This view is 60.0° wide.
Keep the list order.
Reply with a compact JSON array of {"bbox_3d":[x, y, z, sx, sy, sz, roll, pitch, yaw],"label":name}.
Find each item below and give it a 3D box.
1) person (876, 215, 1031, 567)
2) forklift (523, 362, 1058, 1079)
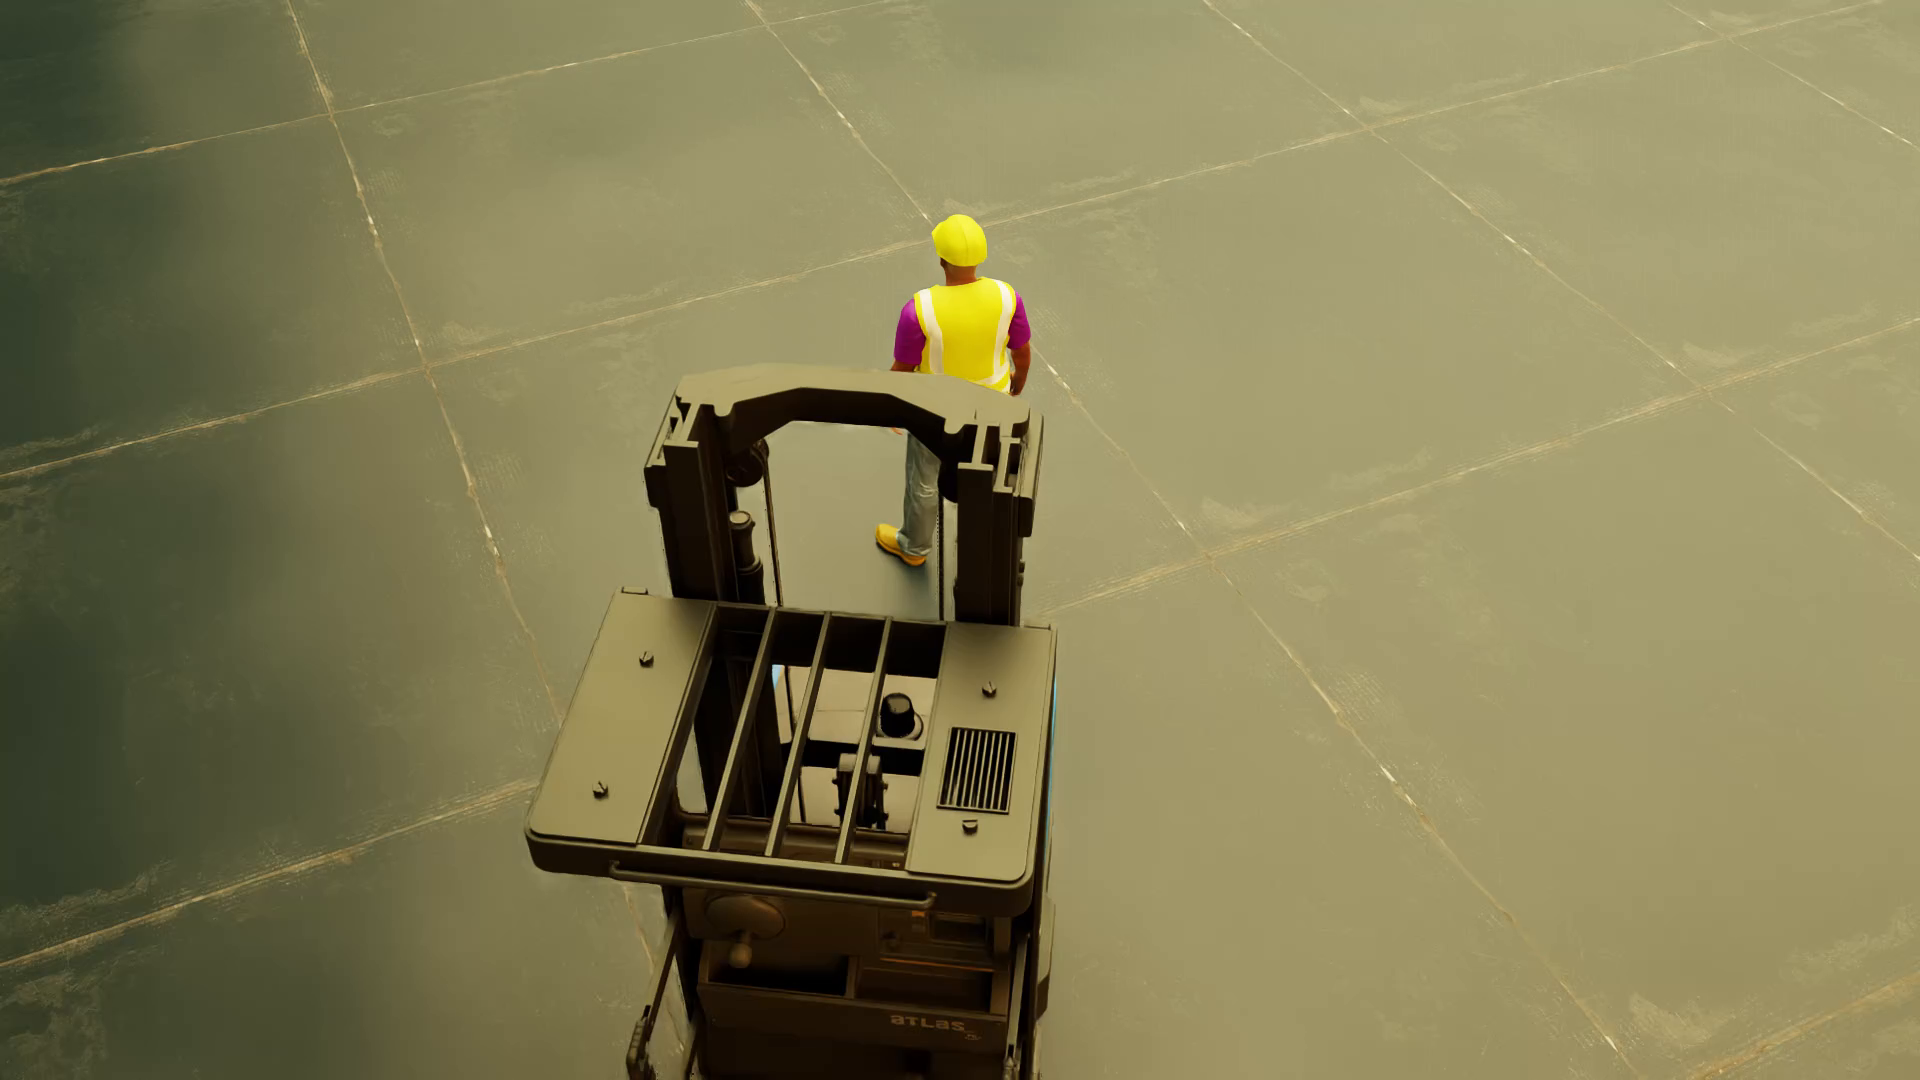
[{"bbox_3d":[-0.024,-0.641,7.221,0.677,1.769,0.424,-18,46,-18],"label":"person"},{"bbox_3d":[-0.339,1.112,4.488,1.130,2.935,3.031,5,43,5],"label":"forklift"}]
